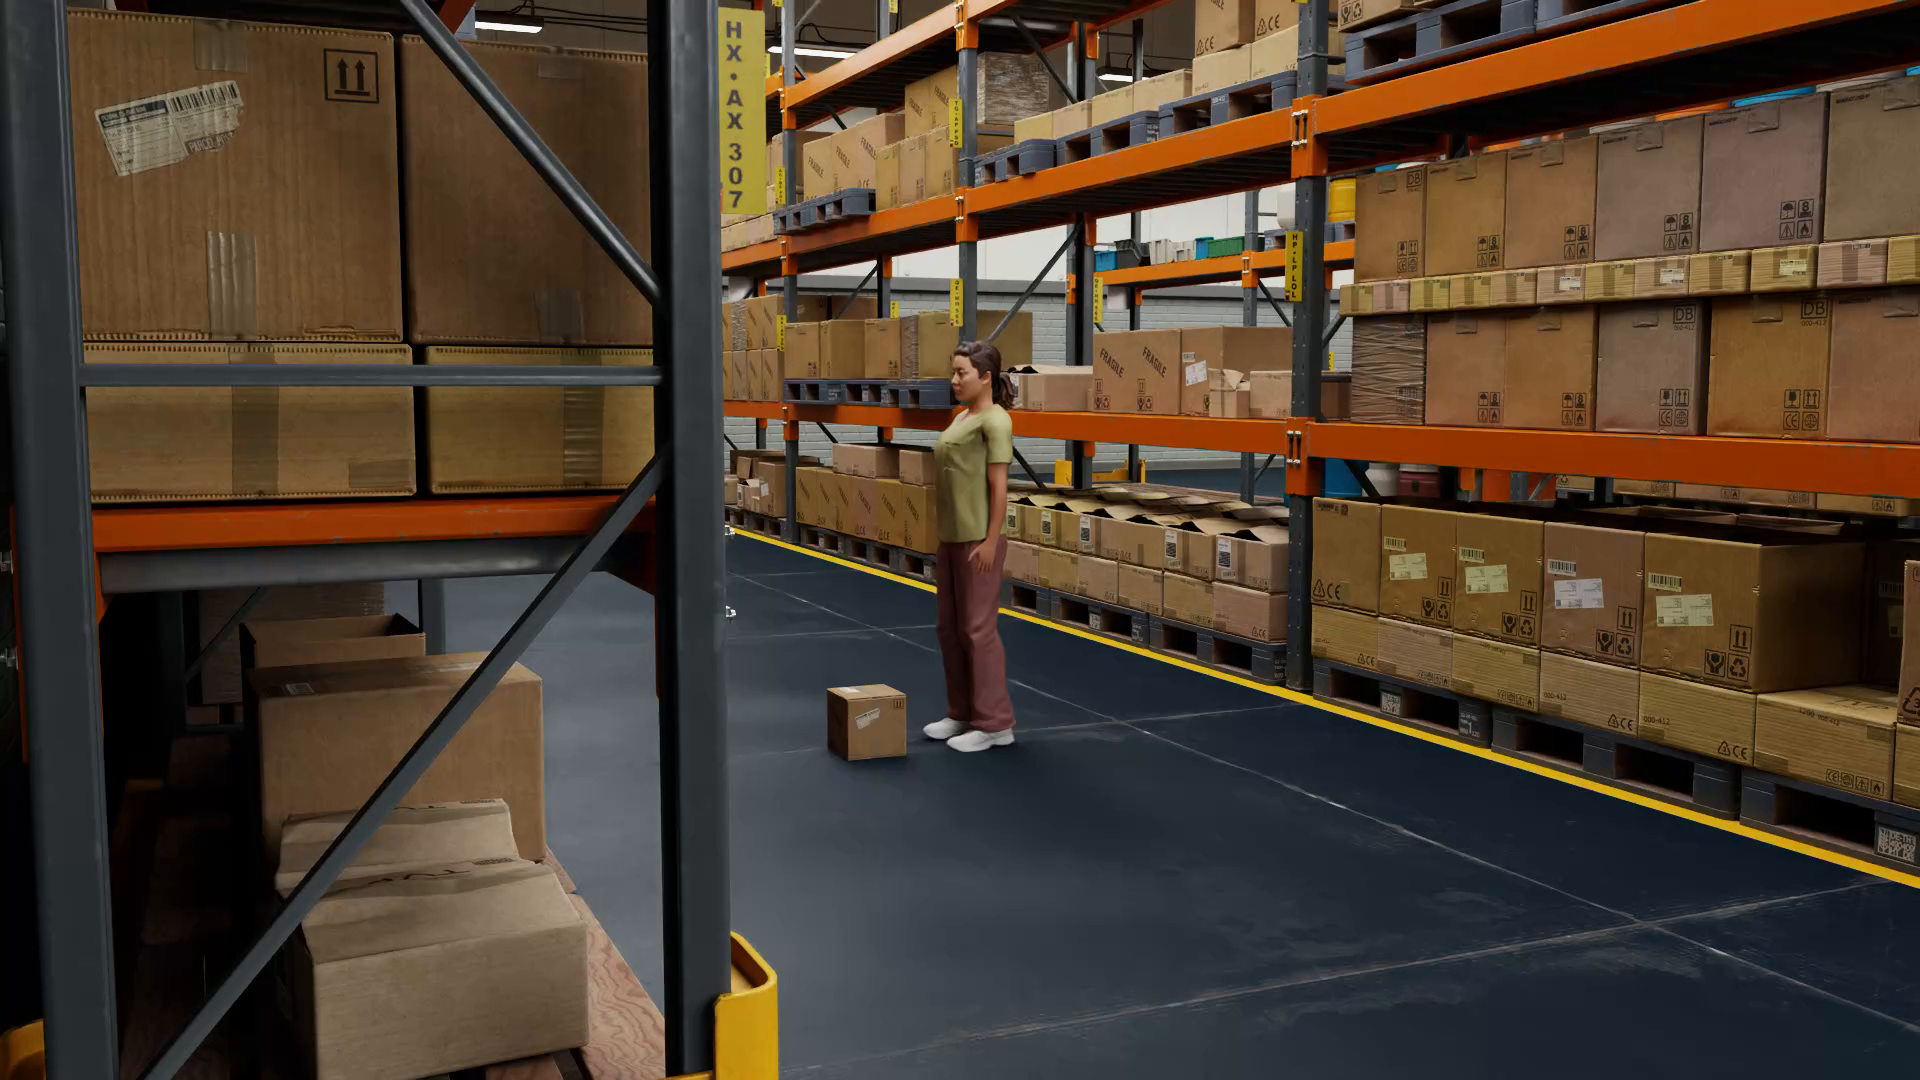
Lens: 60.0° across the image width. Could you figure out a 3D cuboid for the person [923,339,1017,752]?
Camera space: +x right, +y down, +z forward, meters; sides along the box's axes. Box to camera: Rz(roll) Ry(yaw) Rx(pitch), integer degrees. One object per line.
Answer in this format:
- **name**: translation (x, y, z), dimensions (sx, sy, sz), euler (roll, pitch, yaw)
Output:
- **person**: translation (0.064, 0.016, 6.857), dimensions (0.364, 1.675, 0.441), euler (-2, 6, -22)
